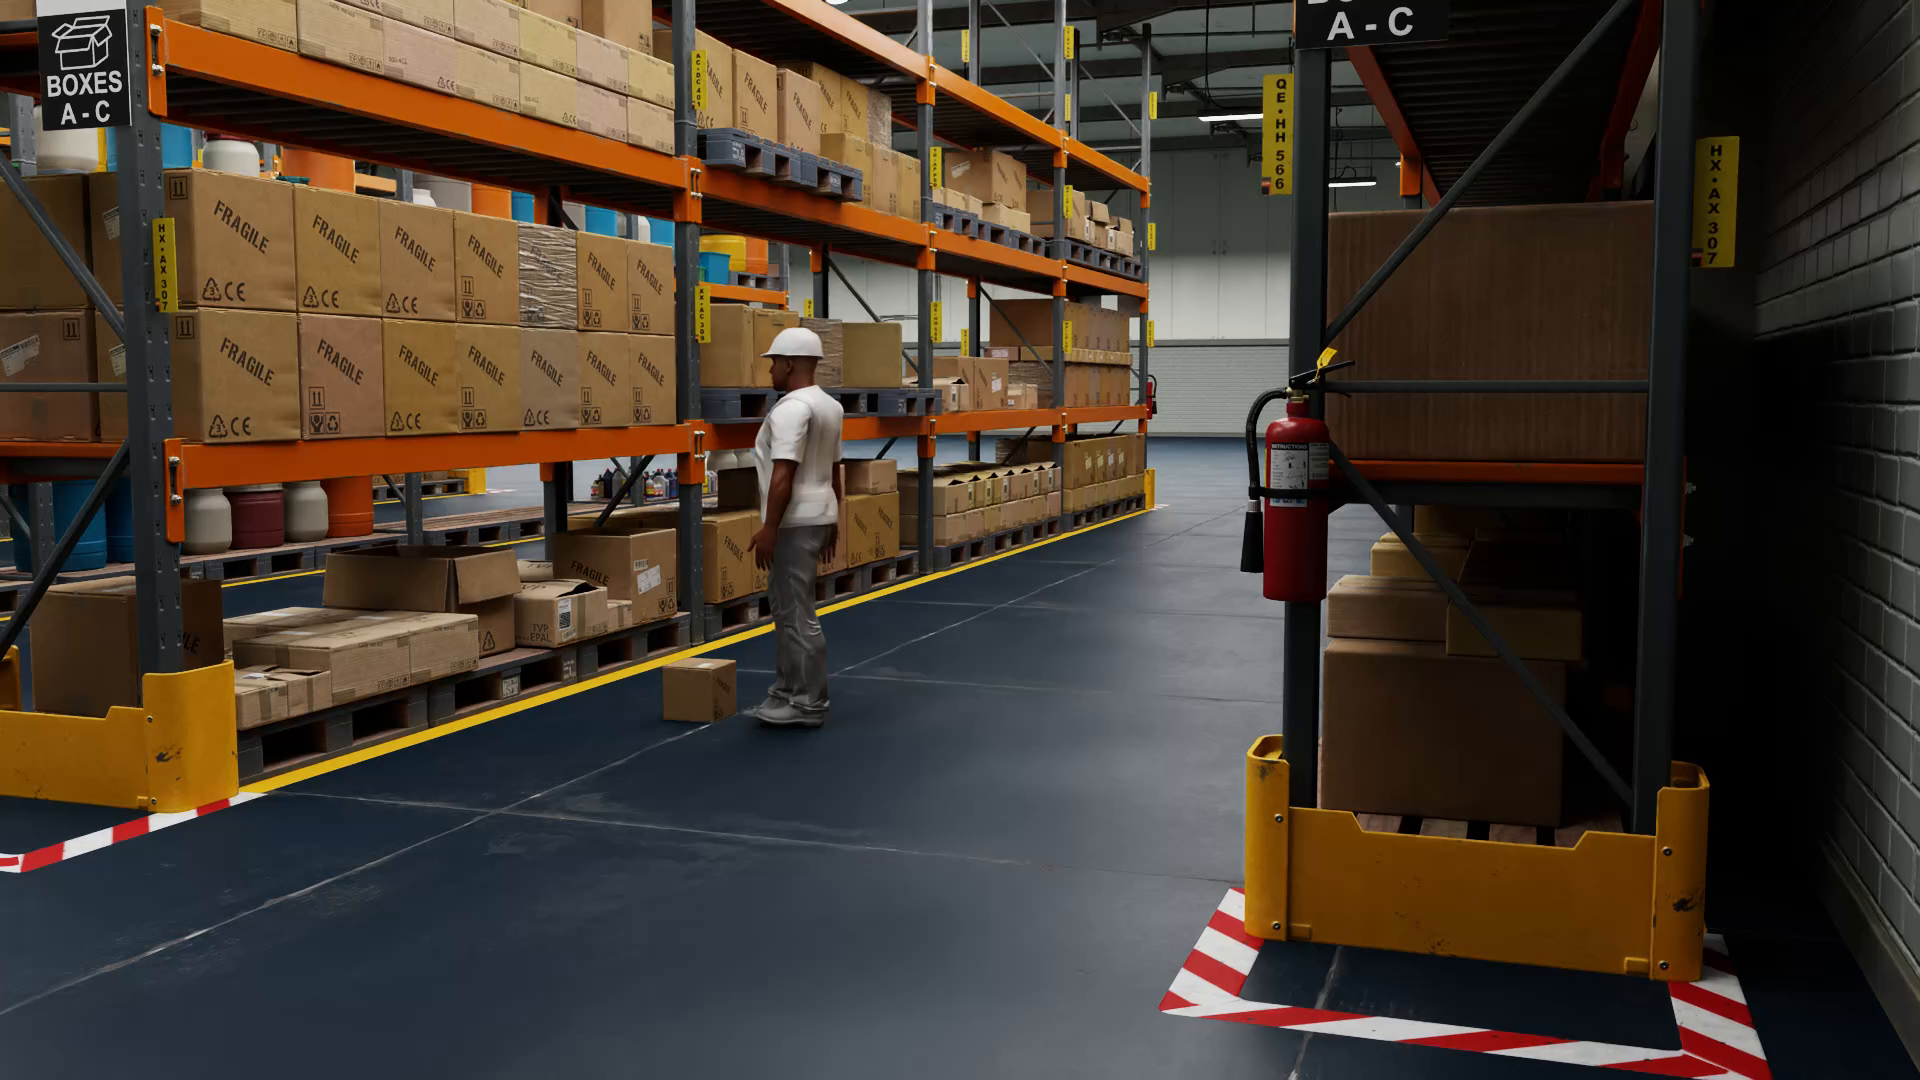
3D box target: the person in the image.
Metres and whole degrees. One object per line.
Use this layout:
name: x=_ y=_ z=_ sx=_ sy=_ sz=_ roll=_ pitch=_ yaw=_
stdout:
person: x=-0.807 y=-0.039 z=7.420 sx=0.511 sy=1.804 sz=0.602 roll=1 pitch=5 yaw=11
